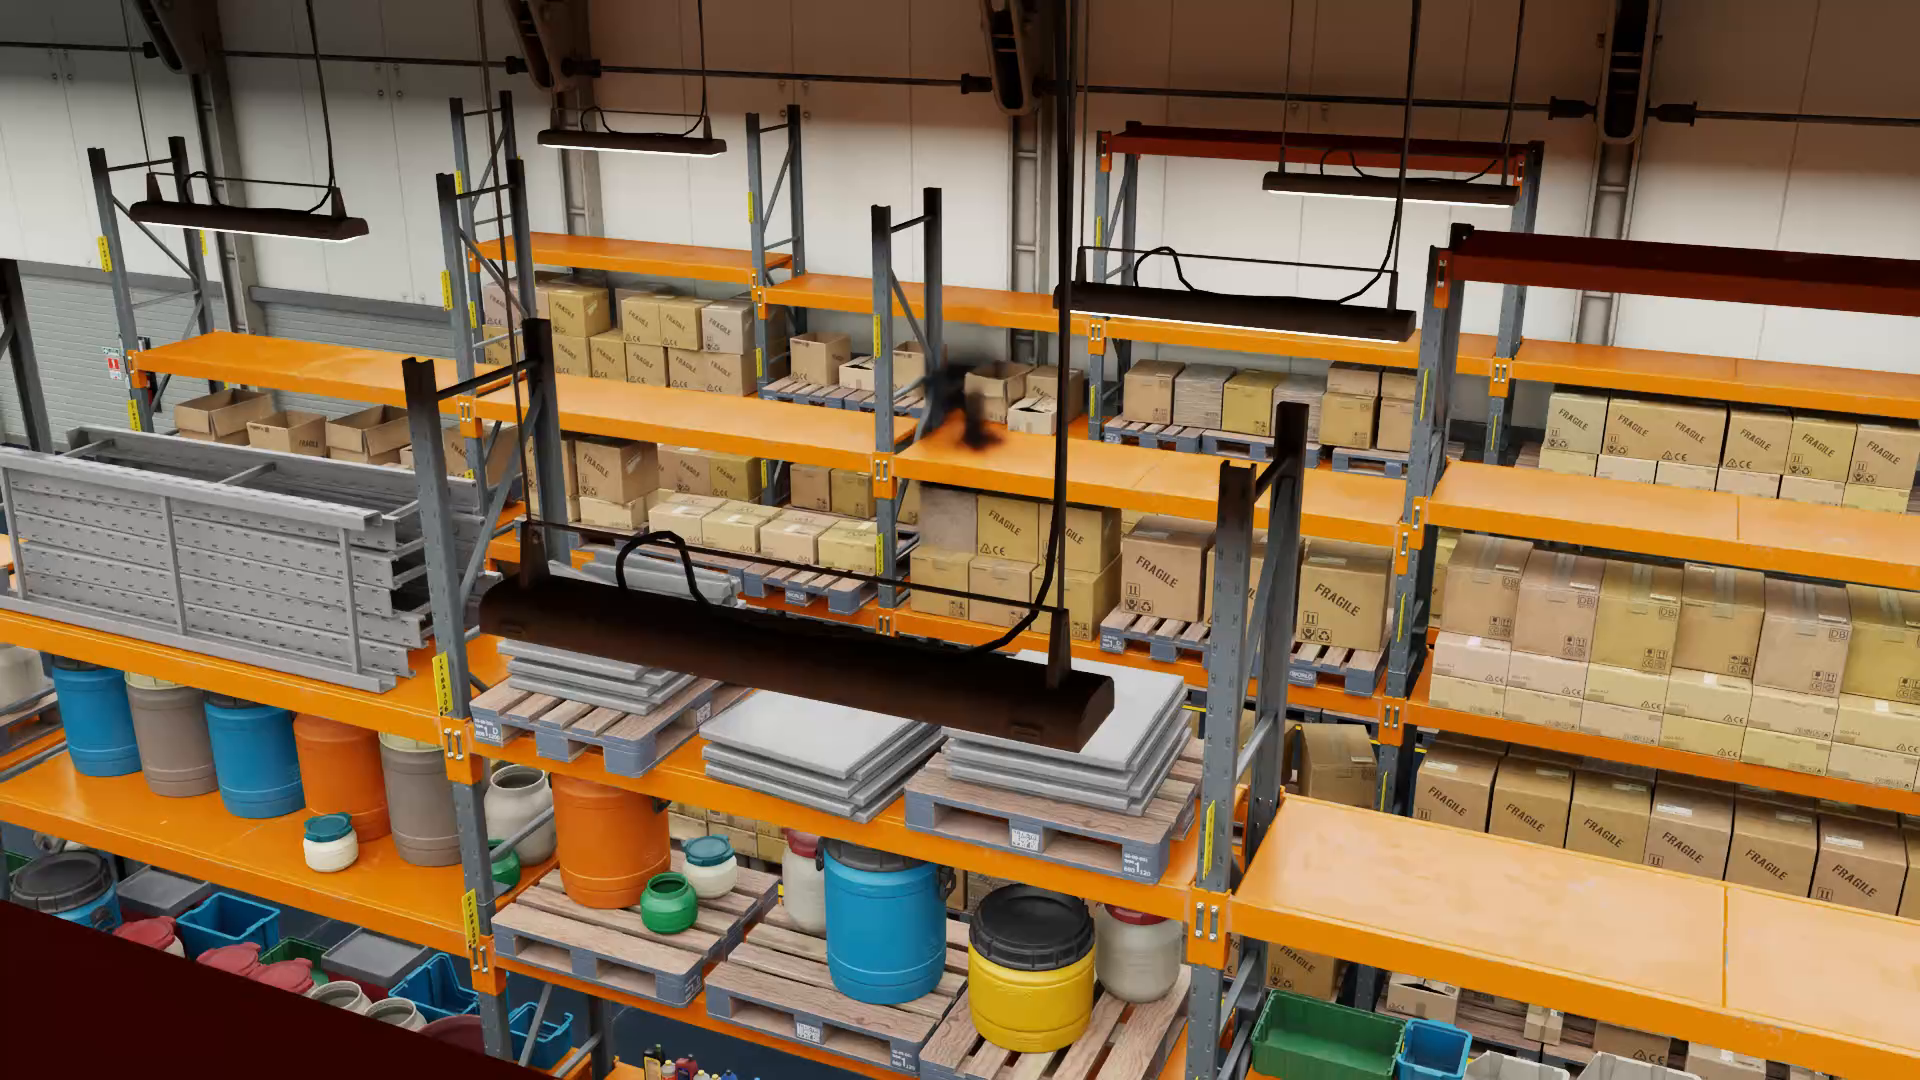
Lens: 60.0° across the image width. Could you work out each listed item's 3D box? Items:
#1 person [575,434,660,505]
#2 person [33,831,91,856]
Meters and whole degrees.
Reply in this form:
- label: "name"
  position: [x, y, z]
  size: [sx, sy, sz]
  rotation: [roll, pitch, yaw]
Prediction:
- label: "person"
  position: [-11.768, 2.991, 9.185]
  size: [21.822, 3.615, 5.002]
  rotation: [-9, 22, -22]
- label: "person"
  position: [-7.352, 2.506, 13.754]
  size: [0.488, 1.618, 0.619]
  rotation: [11, 23, 26]
